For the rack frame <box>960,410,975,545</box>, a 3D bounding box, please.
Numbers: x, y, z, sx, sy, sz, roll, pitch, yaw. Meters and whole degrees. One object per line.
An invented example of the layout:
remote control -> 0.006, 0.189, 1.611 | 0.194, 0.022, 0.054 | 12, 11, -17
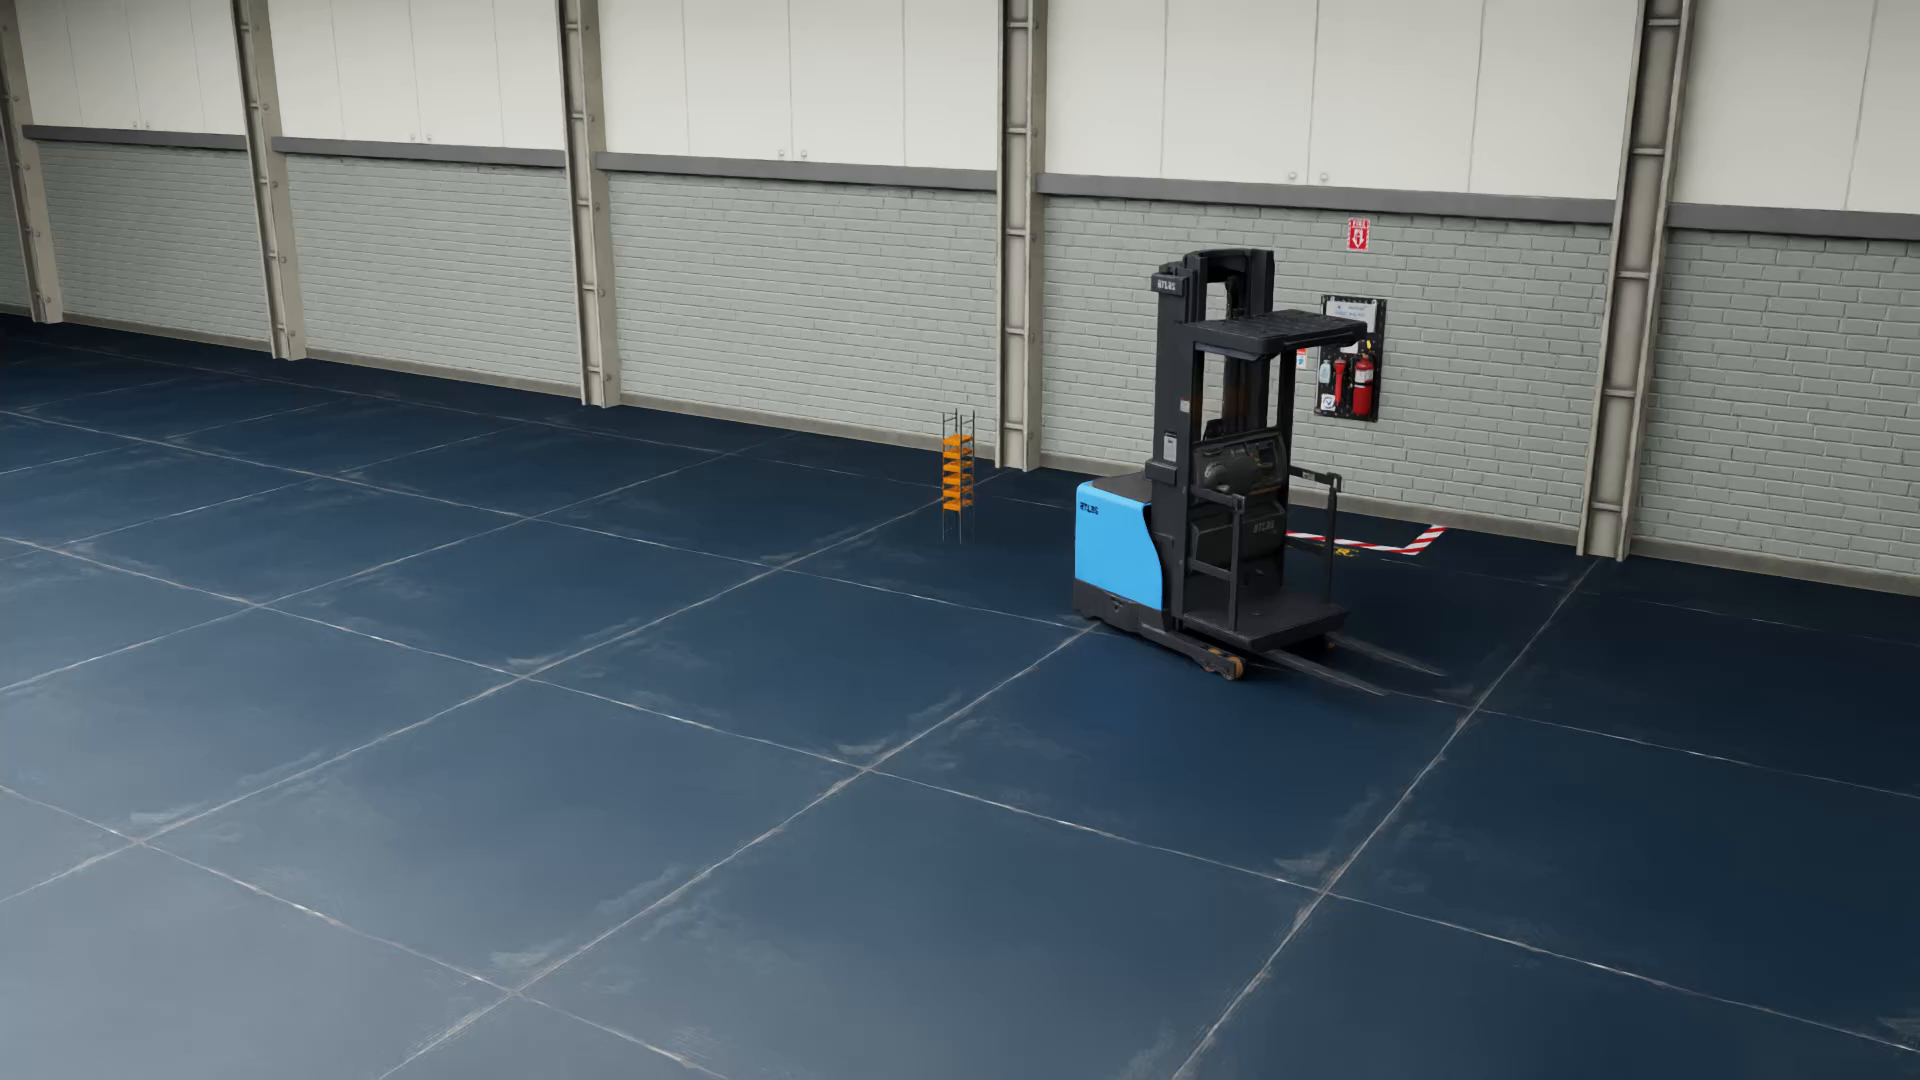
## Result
rack frame -> 0.066, -0.562, 15.037 | 0.006, 1.200, 0.240 | 10, 20, 30

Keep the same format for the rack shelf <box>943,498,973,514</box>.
rack shelf -> -0.012, -0.304, 15.166 | 0.180, 0.103, 0.258 | 10, 20, 30

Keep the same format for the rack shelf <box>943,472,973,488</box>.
rack shelf -> -0.012, -0.534, 15.096 | 0.180, 0.103, 0.258 | 10, 20, 30

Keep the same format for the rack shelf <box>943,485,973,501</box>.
rack shelf -> -0.012, -0.419, 15.131 | 0.180, 0.103, 0.258 | 10, 20, 30

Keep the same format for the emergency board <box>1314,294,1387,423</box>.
emergency board -> 3.650, -1.696, 15.674 | 0.643, 1.169, 0.194 | 10, 20, 30

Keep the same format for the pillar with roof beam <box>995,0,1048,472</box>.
pillar with roof beam -> -1.630, -4.028, 13.028 | 0.400, 9.000, 9.100 | 10, 20, 30

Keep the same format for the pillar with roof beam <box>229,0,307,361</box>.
pillar with roof beam -> -11.856, -5.853, 19.037 | 0.400, 9.000, 9.100 | 10, 20, 30

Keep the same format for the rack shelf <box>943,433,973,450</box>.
rack shelf -> -0.012, -0.878, 14.991 | 0.180, 0.103, 0.258 | 10, 20, 30

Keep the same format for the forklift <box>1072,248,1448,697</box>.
forklift -> 2.183, -0.559, 12.048 | 1.130, 2.935, 3.031 | -12, 21, -35

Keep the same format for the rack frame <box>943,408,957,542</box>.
rack frame -> -0.090, -0.590, 15.129 | 0.006, 1.200, 0.240 | 10, 20, 30

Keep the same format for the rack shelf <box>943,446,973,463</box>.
rack shelf -> -0.012, -0.763, 15.026 | 0.180, 0.103, 0.258 | 10, 20, 30

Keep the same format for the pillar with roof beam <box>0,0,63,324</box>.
pillar with roof beam -> -16.968, -6.766, 22.041 | 0.400, 9.000, 9.100 | 10, 20, 30

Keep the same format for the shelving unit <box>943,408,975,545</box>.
shelving unit -> -0.012, -0.576, 15.083 | 0.189, 1.200, 0.258 | 10, 20, 30

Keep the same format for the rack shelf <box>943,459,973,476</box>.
rack shelf -> -0.012, -0.649, 15.061 | 0.180, 0.103, 0.258 | 10, 20, 30

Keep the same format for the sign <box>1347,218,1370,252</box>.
sign -> 3.695, -2.832, 15.422 | 0.199, 0.298, 0.001 | 10, 20, 30

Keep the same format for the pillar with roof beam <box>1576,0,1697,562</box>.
pillar with roof beam -> 3.483, -3.115, 10.023 | 0.400, 9.000, 9.100 | 10, 20, 30

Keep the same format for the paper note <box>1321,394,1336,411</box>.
paper note -> 3.535, -1.319, 15.947 | 0.142, 0.148, 0.016 | 10, 20, 30

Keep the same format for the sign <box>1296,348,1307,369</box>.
sign -> 3.233, -1.823, 16.030 | 0.234, 0.329, 0.001 | 10, 20, 30

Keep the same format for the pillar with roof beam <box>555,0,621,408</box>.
pillar with roof beam -> -6.743, -4.941, 16.032 | 0.400, 9.000, 9.100 | 10, 20, 30
